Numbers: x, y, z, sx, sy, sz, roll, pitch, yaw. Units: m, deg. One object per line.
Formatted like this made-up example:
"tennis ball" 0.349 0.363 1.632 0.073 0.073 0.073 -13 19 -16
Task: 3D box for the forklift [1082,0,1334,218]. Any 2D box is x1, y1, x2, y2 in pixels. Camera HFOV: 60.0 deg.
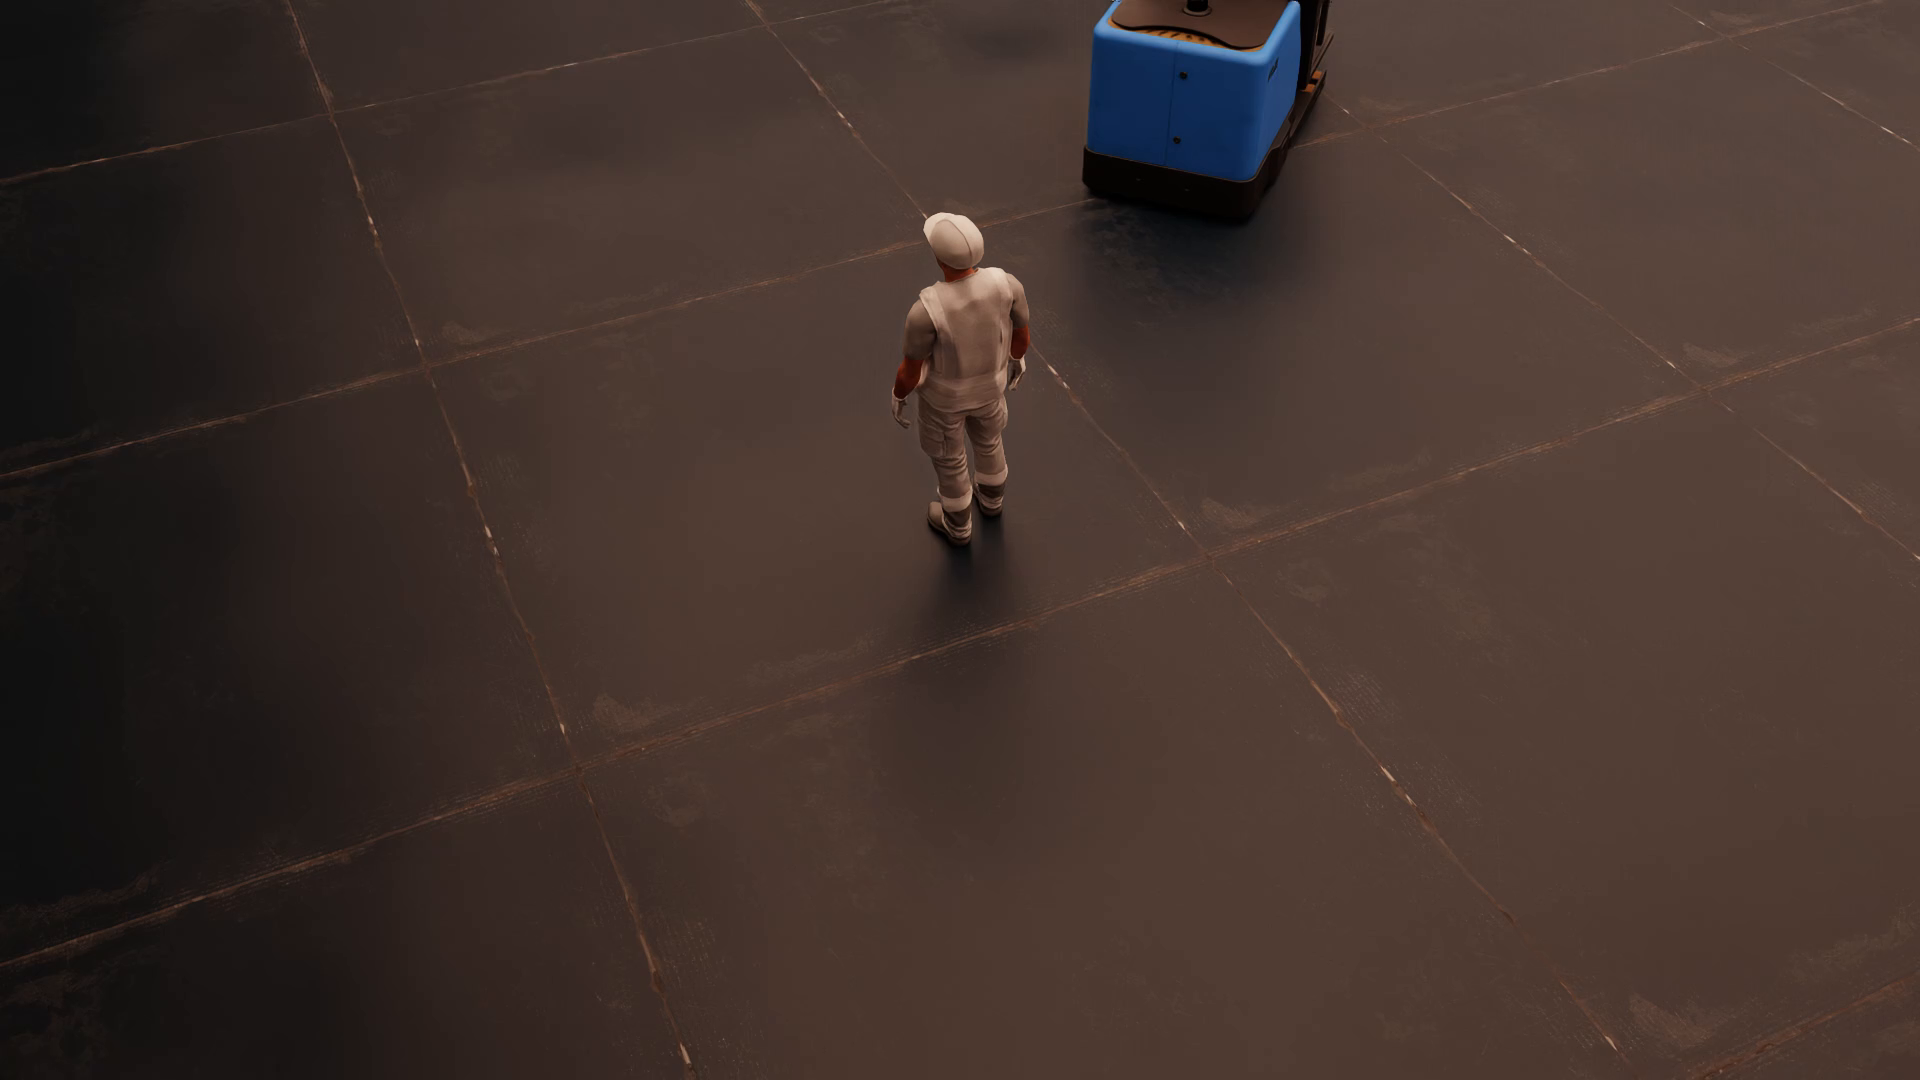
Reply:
"forklift" 1.766 -3.973 9.938 1.130 2.935 3.031 16 45 16

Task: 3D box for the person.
"person" -0.023 -0.713 7.270 0.637 1.790 0.562 -18 46 -18
